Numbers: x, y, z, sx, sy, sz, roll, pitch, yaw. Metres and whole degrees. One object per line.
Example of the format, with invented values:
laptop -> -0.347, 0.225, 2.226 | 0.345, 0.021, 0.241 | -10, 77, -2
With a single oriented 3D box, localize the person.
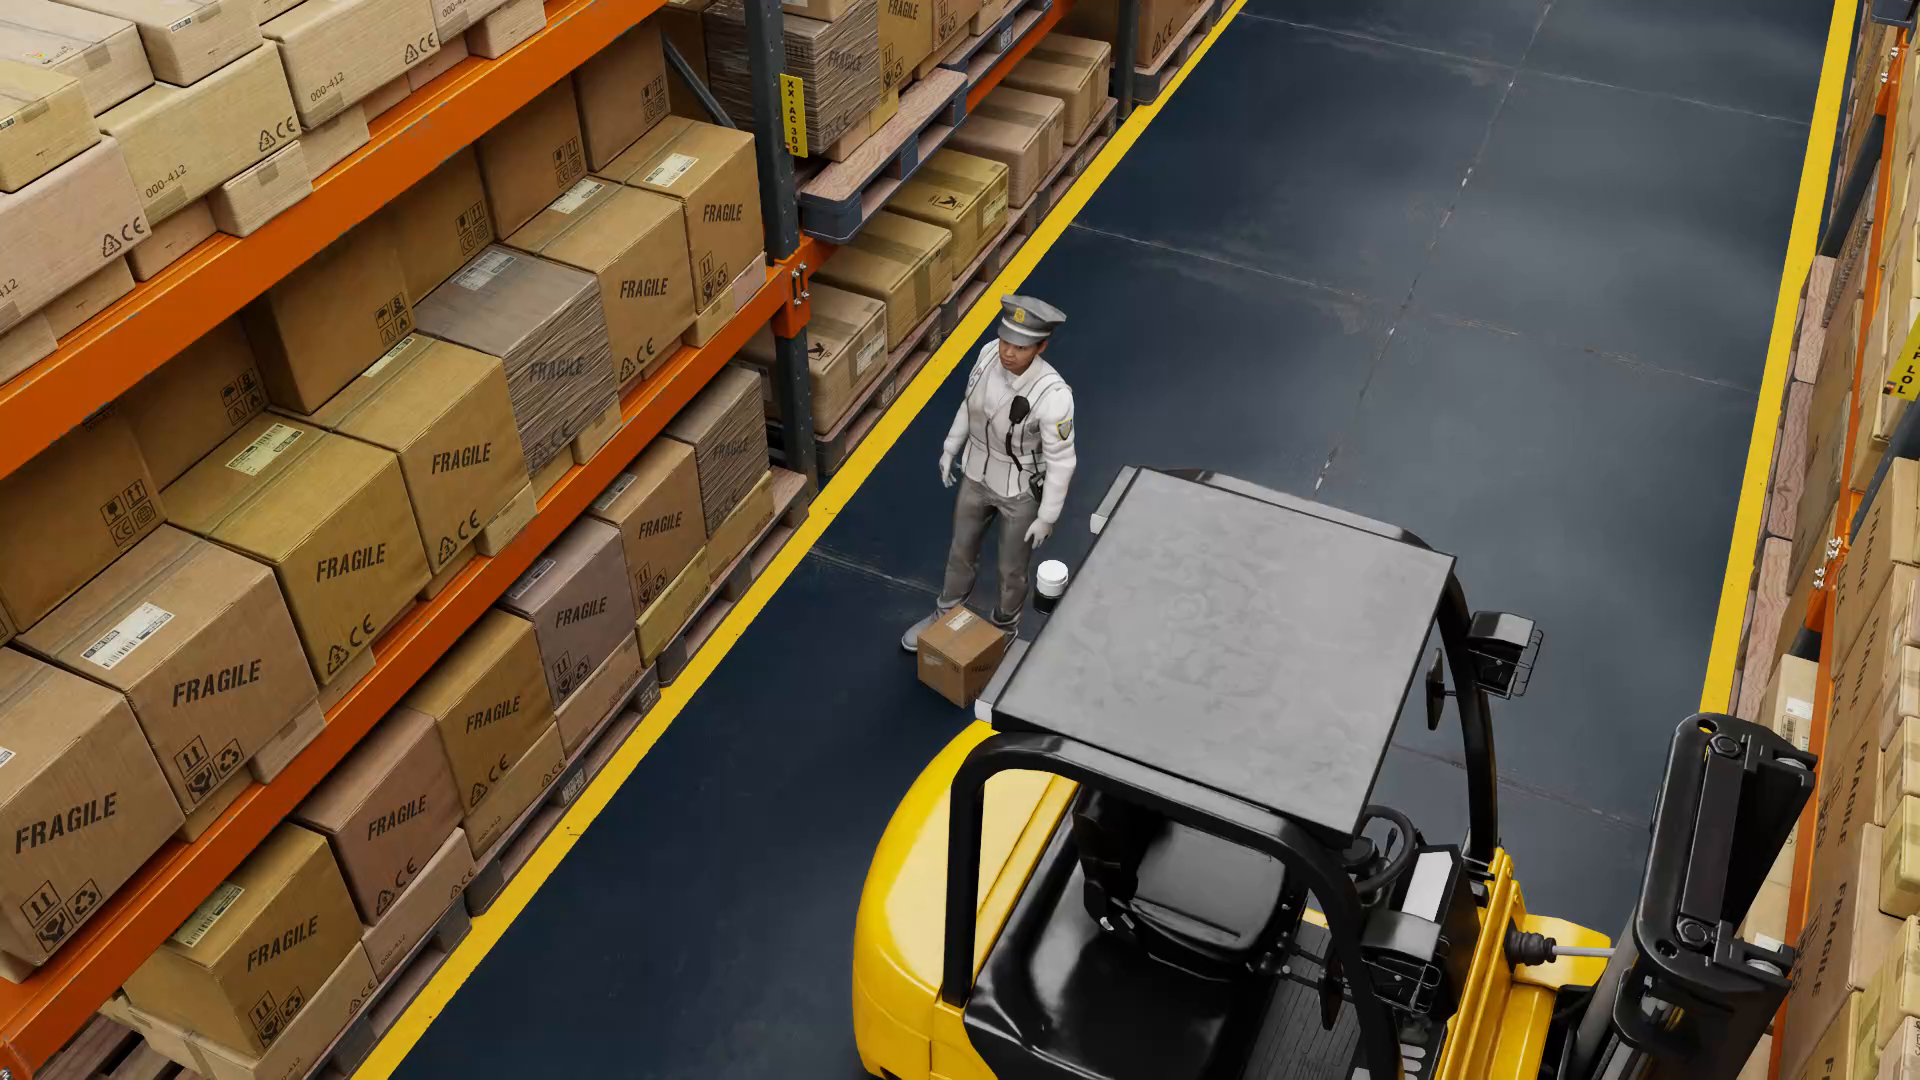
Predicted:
person -> 0.125, -0.186, 6.327 | 0.587, 1.694, 0.529 | 33, 52, 31
